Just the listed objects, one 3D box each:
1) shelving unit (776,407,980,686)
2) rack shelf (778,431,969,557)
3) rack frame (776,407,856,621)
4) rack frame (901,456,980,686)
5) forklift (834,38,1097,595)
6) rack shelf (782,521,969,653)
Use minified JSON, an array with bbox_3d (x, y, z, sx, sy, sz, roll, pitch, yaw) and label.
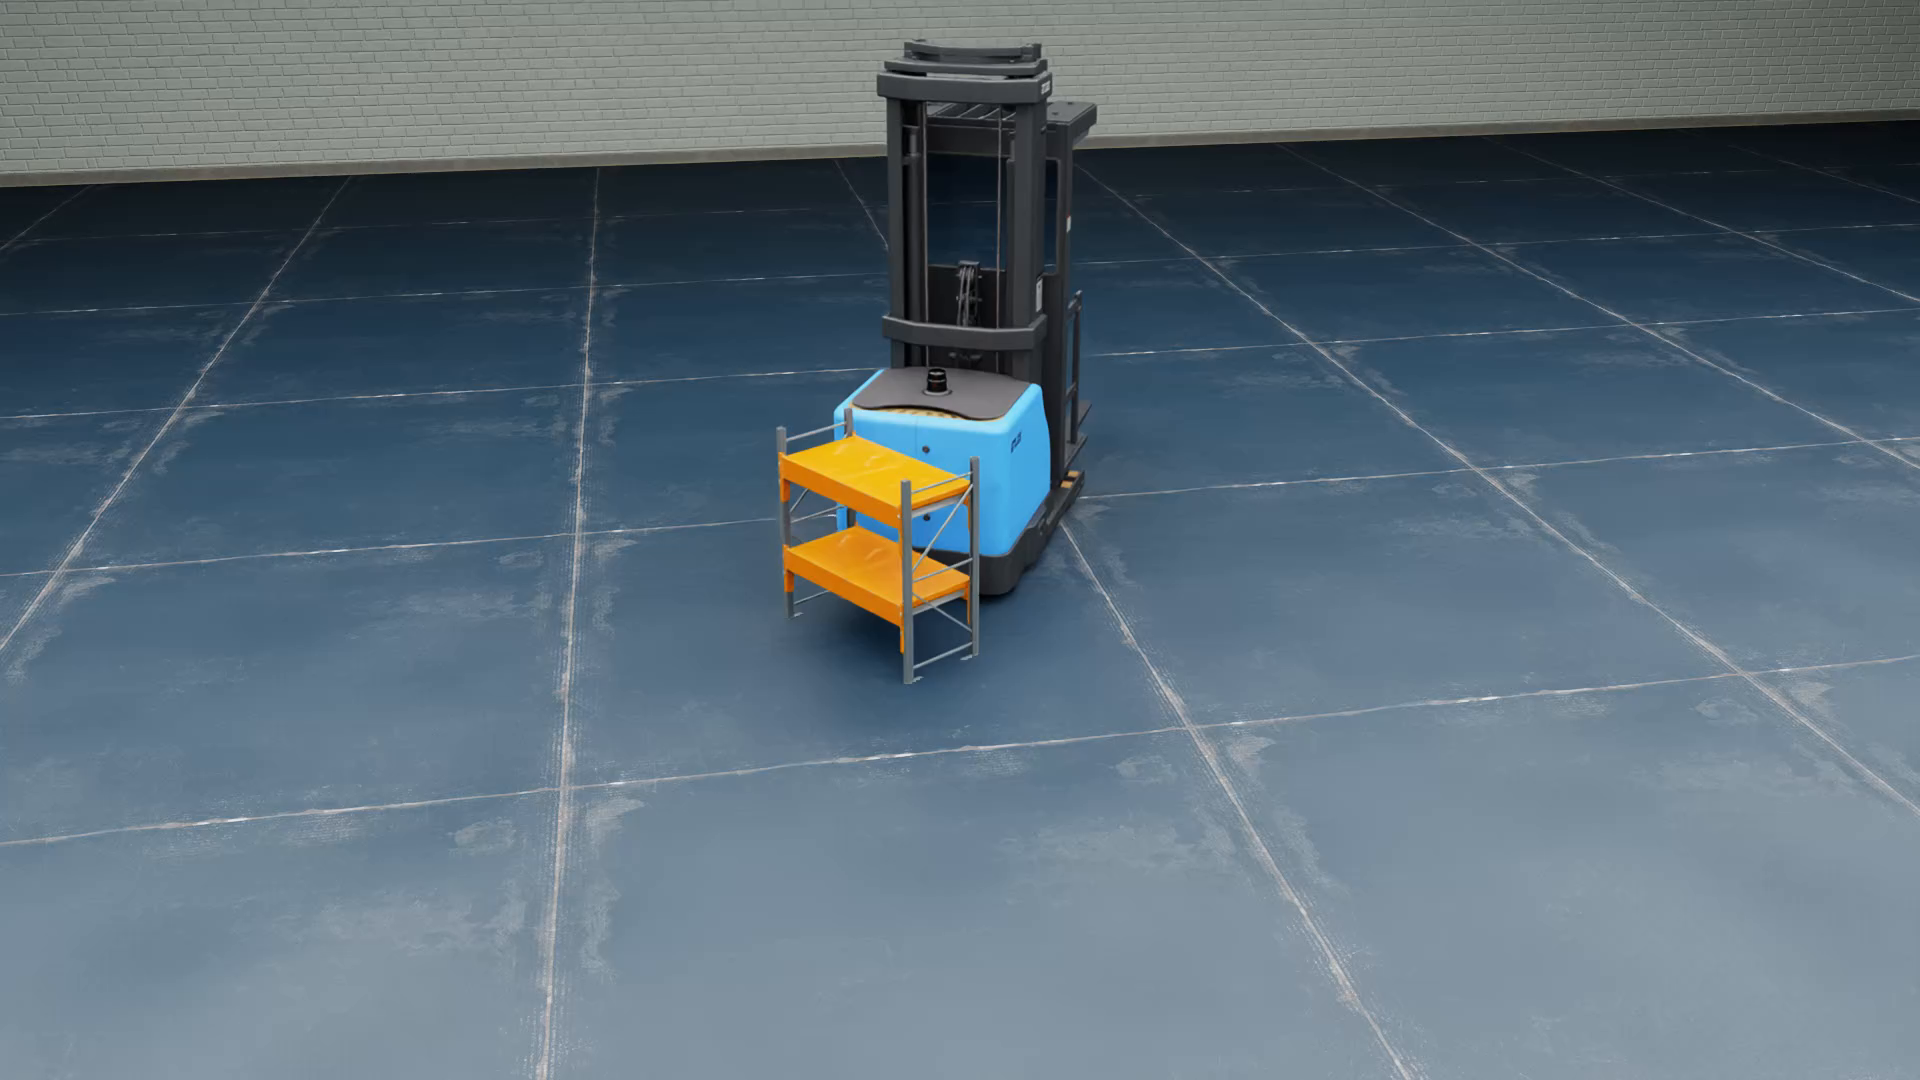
[{"bbox_3d":[-0.437,0.011,8.820,0.538,1.125,1.048,-20,31,-38],"label":"shelving unit"},{"bbox_3d":[-0.437,-0.257,8.703,0.538,0.278,1.000,-20,31,-38],"label":"rack shelf"},{"bbox_3d":[-0.779,-0.140,9.164,0.500,1.125,0.032,-20,31,-38],"label":"rack frame"},{"bbox_3d":[-0.095,0.161,8.475,0.500,1.125,0.032,-20,31,-38],"label":"rack frame"},{"bbox_3d":[0.189,-1.596,10.243,1.130,2.935,3.031,7,25,15],"label":"forklift"},{"bbox_3d":[-0.437,0.235,8.918,0.538,0.278,1.000,-20,31,-38],"label":"rack shelf"}]
